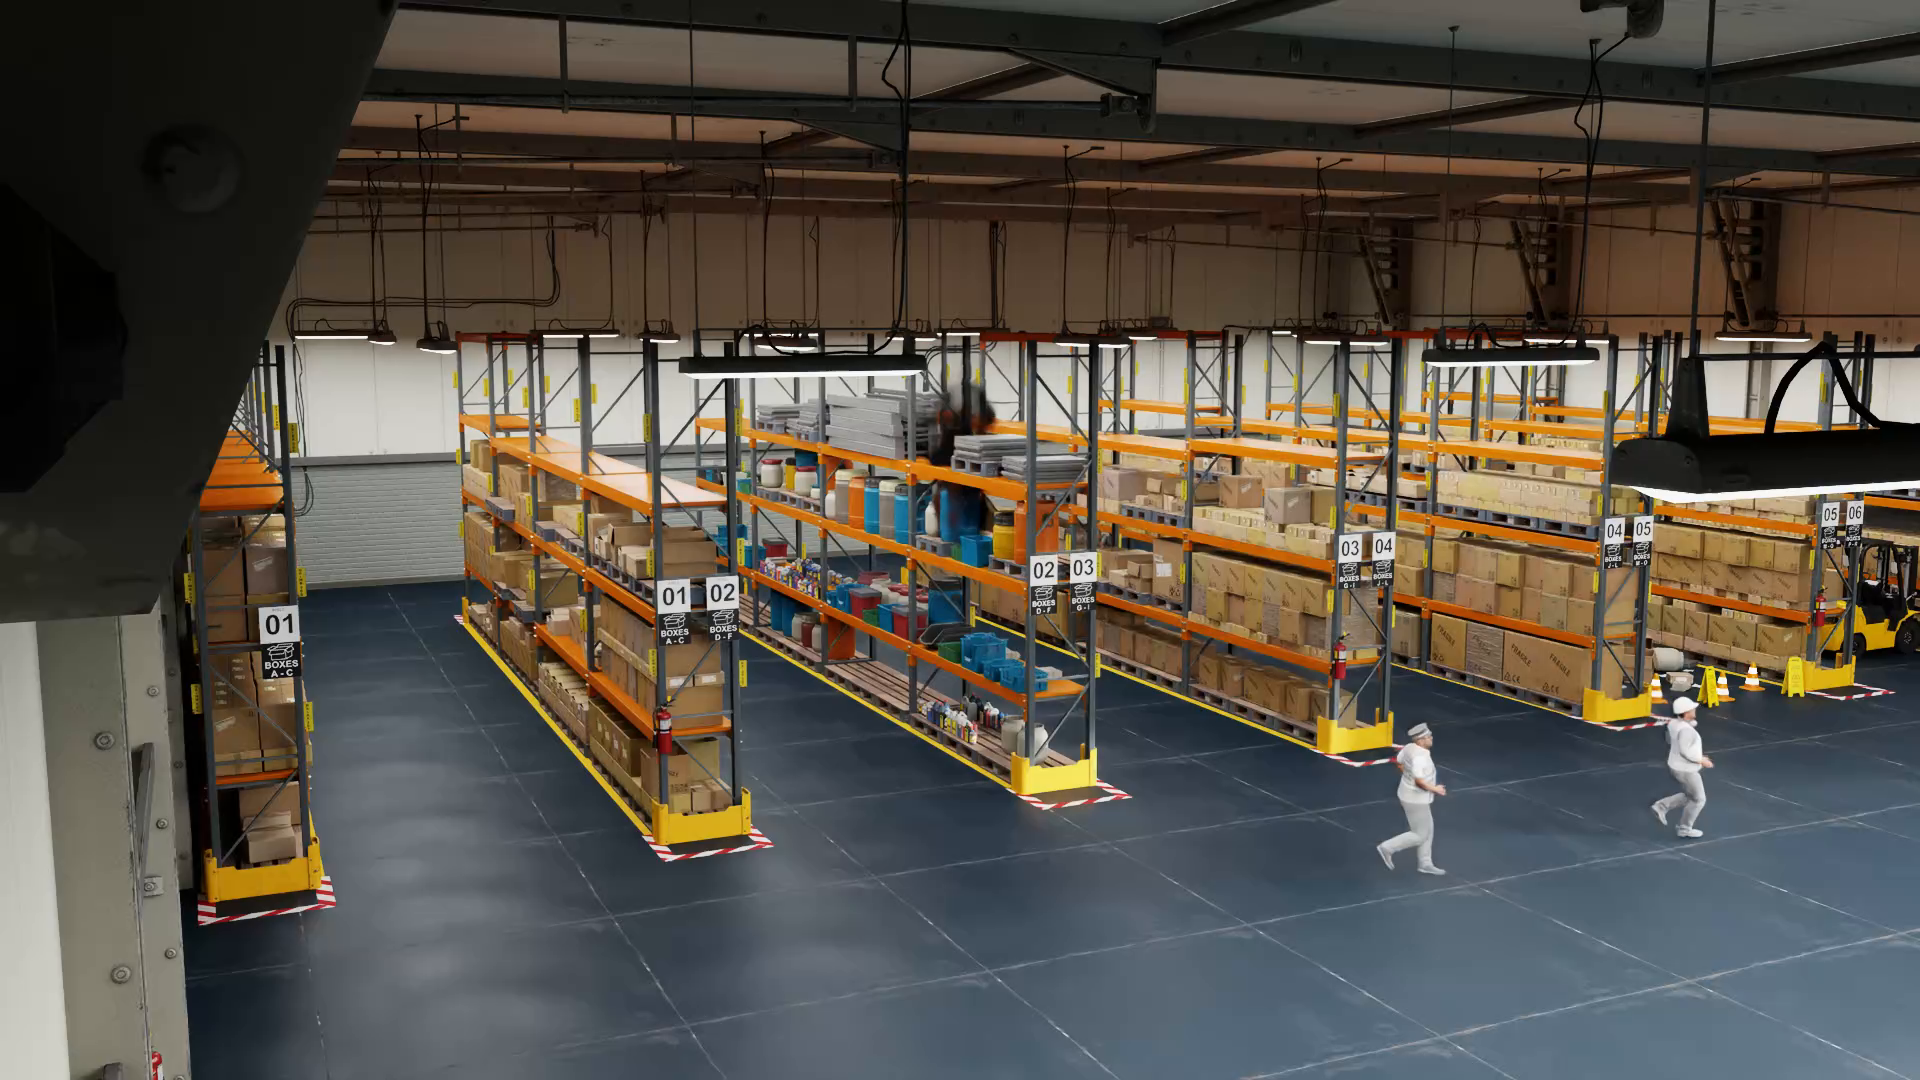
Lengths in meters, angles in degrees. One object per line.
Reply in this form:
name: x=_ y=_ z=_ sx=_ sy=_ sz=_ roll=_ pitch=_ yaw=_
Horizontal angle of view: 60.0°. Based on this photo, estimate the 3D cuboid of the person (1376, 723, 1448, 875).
person: x=5.124 y=2.944 z=18.868 sx=0.844 sy=1.779 sz=0.670 roll=0 pitch=8 yaw=0

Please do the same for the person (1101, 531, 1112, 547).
person: x=3.859 y=-0.141 z=42.168 sx=0.617 sy=1.608 sz=0.721 roll=0 pitch=8 yaw=0

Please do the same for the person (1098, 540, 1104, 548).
person: x=2.881 y=0.667 z=35.355 sx=0.654 sy=1.834 sz=0.855 roll=-4 pitch=9 yaw=-28

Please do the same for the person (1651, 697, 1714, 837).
person: x=8.798 y=2.760 z=20.240 sx=0.612 sy=1.720 sz=0.657 roll=1 pitch=8 yaw=8
